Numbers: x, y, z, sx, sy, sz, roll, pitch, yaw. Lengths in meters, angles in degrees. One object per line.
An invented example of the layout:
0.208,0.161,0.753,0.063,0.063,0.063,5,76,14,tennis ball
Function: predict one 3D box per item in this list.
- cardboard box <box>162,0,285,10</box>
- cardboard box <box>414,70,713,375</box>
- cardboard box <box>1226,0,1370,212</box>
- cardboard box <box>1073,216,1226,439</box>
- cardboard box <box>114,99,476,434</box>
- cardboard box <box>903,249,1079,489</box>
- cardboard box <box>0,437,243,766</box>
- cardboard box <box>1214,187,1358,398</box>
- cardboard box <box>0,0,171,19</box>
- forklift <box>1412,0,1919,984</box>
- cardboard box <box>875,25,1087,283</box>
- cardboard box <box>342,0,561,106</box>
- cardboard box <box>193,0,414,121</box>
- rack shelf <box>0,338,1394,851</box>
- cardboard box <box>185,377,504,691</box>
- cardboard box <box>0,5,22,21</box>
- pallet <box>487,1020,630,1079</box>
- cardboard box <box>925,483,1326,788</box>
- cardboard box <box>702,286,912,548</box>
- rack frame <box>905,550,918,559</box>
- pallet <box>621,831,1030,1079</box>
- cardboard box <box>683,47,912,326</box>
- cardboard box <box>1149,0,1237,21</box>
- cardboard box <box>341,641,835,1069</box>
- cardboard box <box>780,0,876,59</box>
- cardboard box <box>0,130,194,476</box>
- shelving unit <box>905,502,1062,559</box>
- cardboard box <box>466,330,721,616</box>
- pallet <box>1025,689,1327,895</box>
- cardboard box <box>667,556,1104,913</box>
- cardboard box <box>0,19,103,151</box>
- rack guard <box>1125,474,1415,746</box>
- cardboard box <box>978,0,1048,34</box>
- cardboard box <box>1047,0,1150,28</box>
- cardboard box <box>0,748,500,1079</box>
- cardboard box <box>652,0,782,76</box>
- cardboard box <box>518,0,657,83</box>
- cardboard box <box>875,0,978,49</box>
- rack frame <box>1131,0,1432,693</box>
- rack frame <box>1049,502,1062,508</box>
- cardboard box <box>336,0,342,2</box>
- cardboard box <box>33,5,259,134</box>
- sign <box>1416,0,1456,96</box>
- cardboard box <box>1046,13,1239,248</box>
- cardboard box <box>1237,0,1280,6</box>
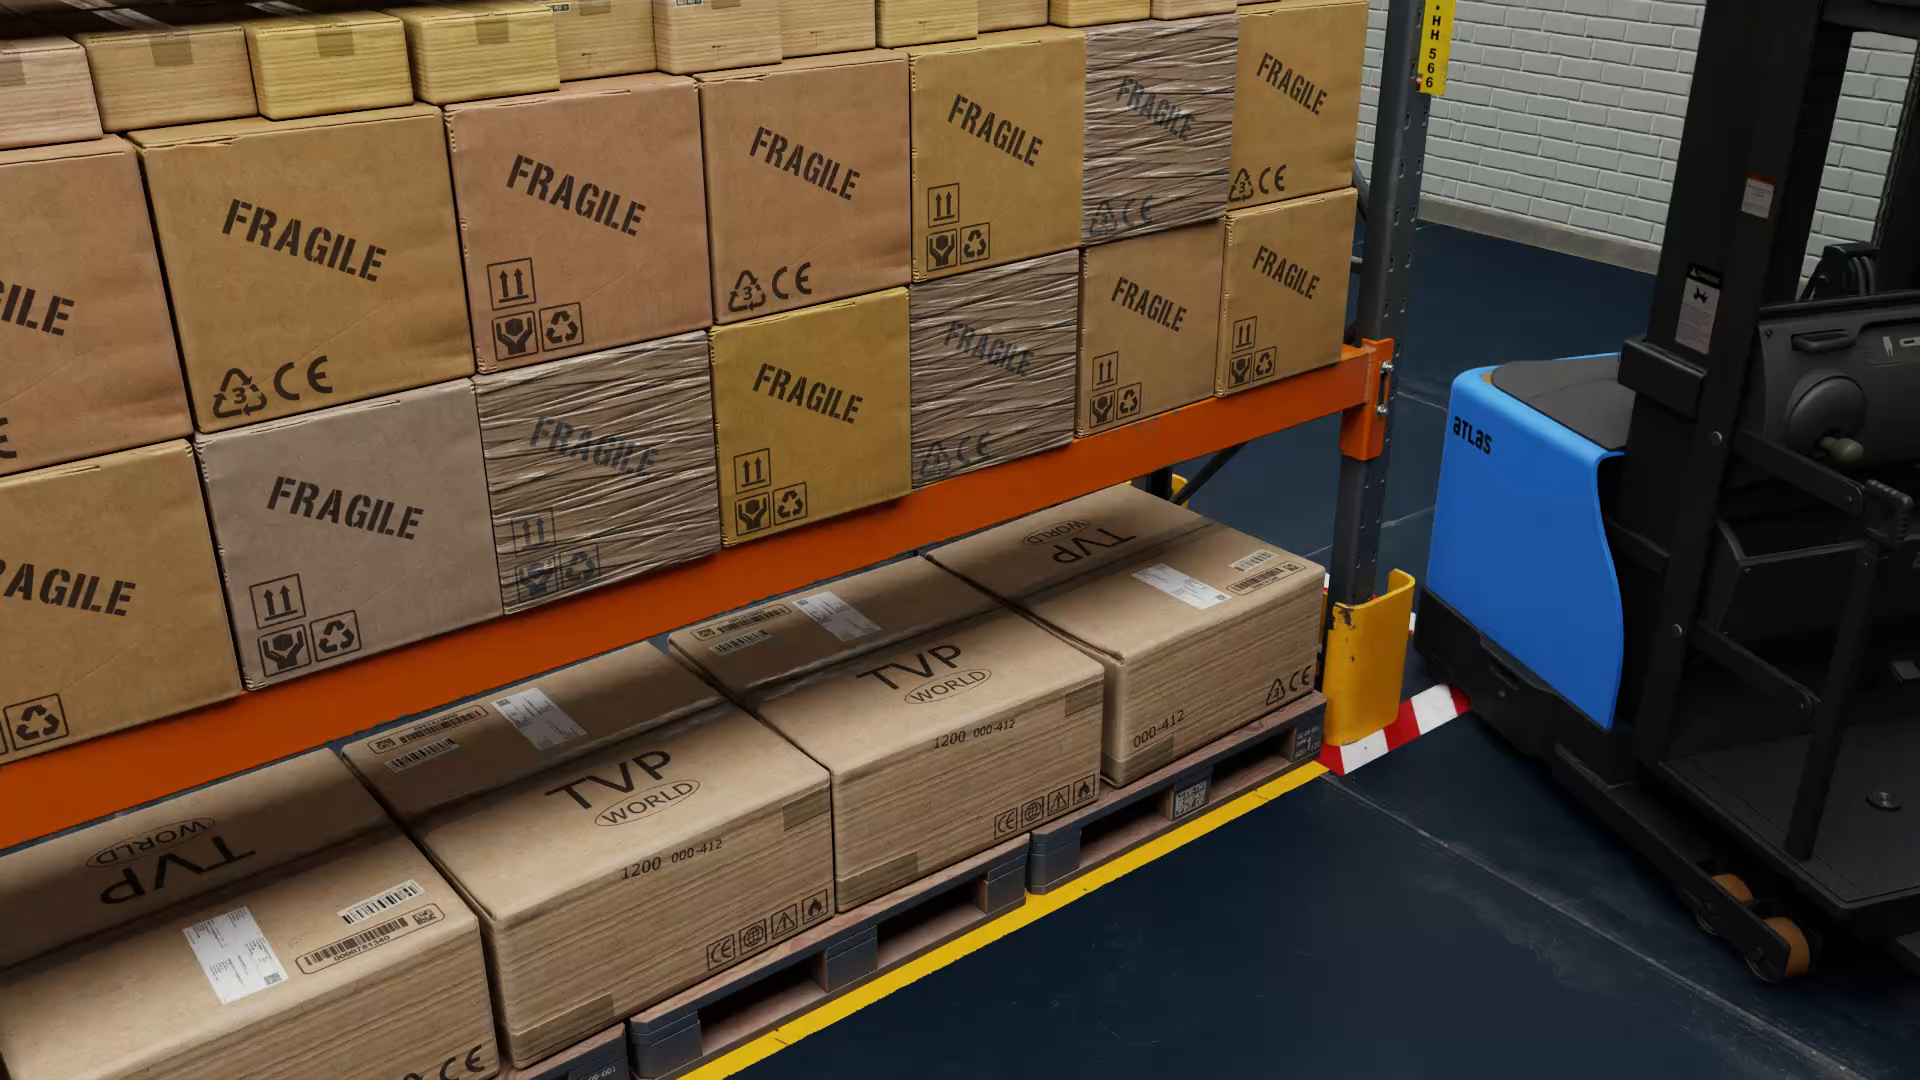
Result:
-1.478,-1.026,3.320,0.250,0.149,0.380,-19,31,-34,cardboard box
-0.853,-0.682,3.350,0.500,0.500,0.500,-18,30,-33,cardboard box
0.727,-1.215,4.499,0.500,0.500,0.500,-17,30,-32,cardboard box
0.339,-0.627,4.420,0.500,0.500,0.500,-19,31,-35,cardboard box
-1.263,-0.553,3.072,0.500,0.500,0.500,-19,31,-35,cardboard box
-0.060,-0.491,4.125,0.500,0.500,0.500,-17,30,-33,cardboard box
-1.658,0.038,2.986,0.500,0.500,0.500,-17,30,-32,cardboard box
0.743,-0.753,4.690,0.500,0.500,0.500,-18,30,-34,cardboard box
-1.666,-0.954,3.165,0.250,0.149,0.380,-18,31,-34,cardboard box
2.498,-0.378,4.082,1.130,2.935,3.031,-7,26,-16,forklift
-0.058,-0.942,3.911,0.500,0.500,0.500,-18,31,-34,cardboard box
-0.953,-0.927,3.106,0.250,0.149,0.380,-19,31,-35,cardboard box
-1.180,-0.867,2.978,0.250,0.149,0.380,-19,31,-34,cardboard box
-0.615,-0.075,4.202,4.000,0.370,1.077,-18,31,-34,rack shelf
-1.259,-0.091,3.265,0.500,0.500,0.500,-18,30,-34,cardboard box
-1.868,-0.893,3.033,0.250,0.149,0.380,-17,30,-33,cardboard box
-1.542,1.212,3.888,1.213,0.211,1.003,-18,31,-34,pallet
0.501,0.256,5.180,0.875,0.438,0.875,-19,31,-36,cardboard box
-0.459,-0.352,3.827,0.500,0.500,0.500,-17,30,-33,cardboard box
-0.293,-0.583,6.226,0.023,1.500,0.400,-18,31,-34,rack frame
-0.581,0.893,4.575,1.213,0.211,1.003,-18,31,-34,pallet
-0.455,-0.812,3.631,0.500,0.500,0.500,-19,31,-34,cardboard box
0.464,-1.385,4.095,0.250,0.149,0.380,-19,31,-35,cardboard box
-0.924,0.730,4.159,0.875,0.438,0.875,-19,31,-35,cardboard box
-0.388,-1.142,3.571,0.250,0.149,0.380,-17,30,-32,cardboard box
-1.664,-0.424,2.793,0.500,0.500,0.500,-18,30,-34,cardboard box
-0.005,-0.679,6.431,0.755,1.500,0.431,-18,31,-34,shelving unit
-0.864,-0.218,3.539,0.500,0.500,0.500,-18,30,-34,cardboard box
0.378,0.578,5.254,1.213,0.211,1.003,-18,31,-34,pallet
-0.214,0.496,4.662,0.875,0.438,0.875,-17,30,-33,cardboard box
-1.588,-0.742,2.710,0.250,0.149,0.380,-18,30,-33,cardboard box
0.978,0.207,5.710,0.348,0.500,1.175,-18,31,-34,rack guard
-0.009,-1.289,3.887,0.250,0.149,0.380,-19,31,-34,cardboard box
0.240,-1.333,3.983,0.250,0.149,0.380,-17,30,-33,cardboard box
-1.628,0.963,3.657,0.875,0.438,0.875,-19,31,-35,cardboard box
-0.570,-1.060,3.394,0.250,0.149,0.380,-18,30,-34,cardboard box
-0.806,-1.019,3.305,0.250,0.149,0.380,-18,31,-34,cardboard box
-0.170,-1.204,3.705,0.250,0.149,0.380,-17,30,-33,cardboard box
0.959,-0.920,5.170,0.127,3.000,1.000,-18,31,-34,rack frame
0.283,-0.774,6.635,0.023,1.500,0.400,-18,31,-34,rack frame
-1.303,-1.103,3.486,0.250,0.149,0.380,-19,31,-34,cardboard box
-1.413,-0.823,2.883,0.250,0.149,0.380,-19,31,-35,cardboard box
1.283,-1.370,4.482,0.005,0.325,0.100,-18,31,-34,sign
0.333,-1.070,4.185,0.500,0.500,0.500,-18,30,-34,cardboard box
0.615,-1.480,4.299,0.250,0.149,0.380,-18,30,-33,cardboard box
